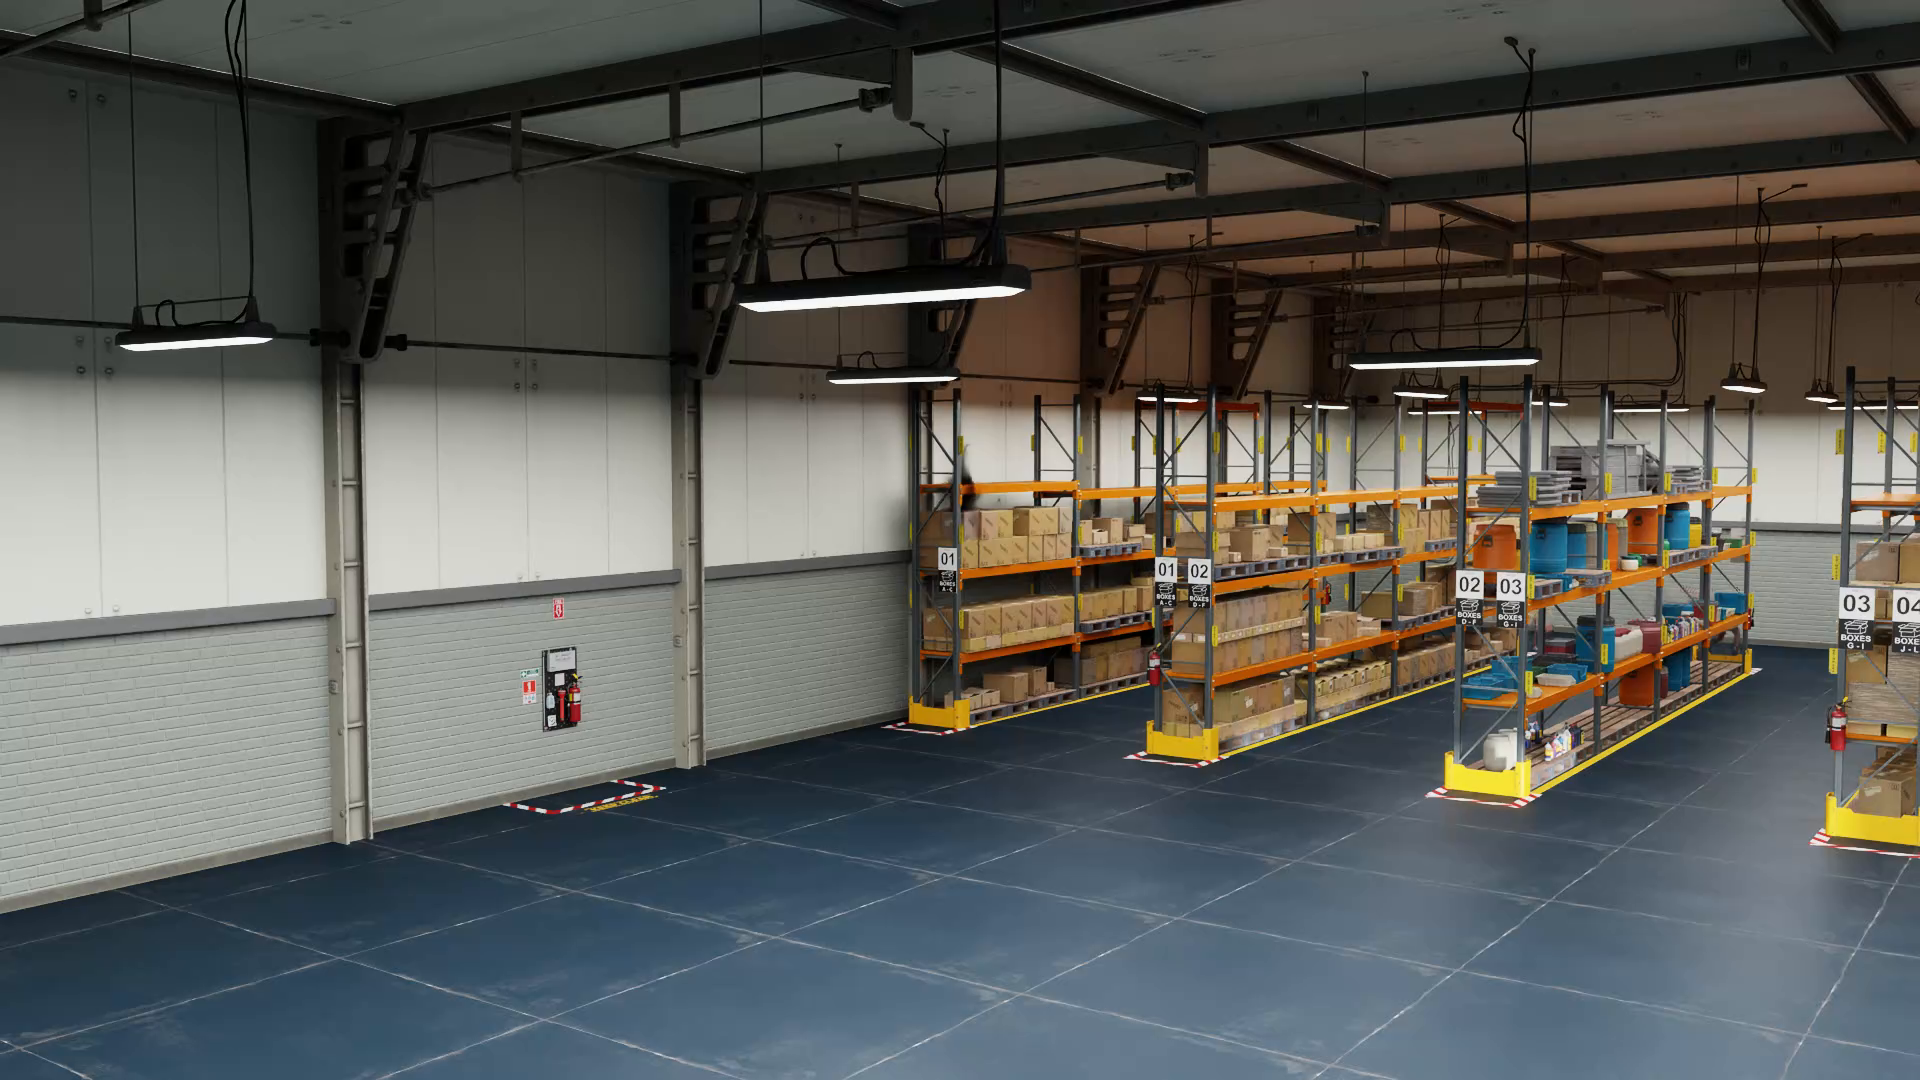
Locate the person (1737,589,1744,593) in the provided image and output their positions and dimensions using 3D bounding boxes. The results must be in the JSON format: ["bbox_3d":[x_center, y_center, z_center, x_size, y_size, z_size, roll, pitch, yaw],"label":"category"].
[{"bbox_3d":[18.157,1.547,39.008,0.706,0.814,0.598,-3,4,-43],"label":"person"}]

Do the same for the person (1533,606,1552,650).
[{"bbox_3d":[14.137,1.887,40.354,0.536,1.620,0.695,0,3,-3],"label":"person"}]
